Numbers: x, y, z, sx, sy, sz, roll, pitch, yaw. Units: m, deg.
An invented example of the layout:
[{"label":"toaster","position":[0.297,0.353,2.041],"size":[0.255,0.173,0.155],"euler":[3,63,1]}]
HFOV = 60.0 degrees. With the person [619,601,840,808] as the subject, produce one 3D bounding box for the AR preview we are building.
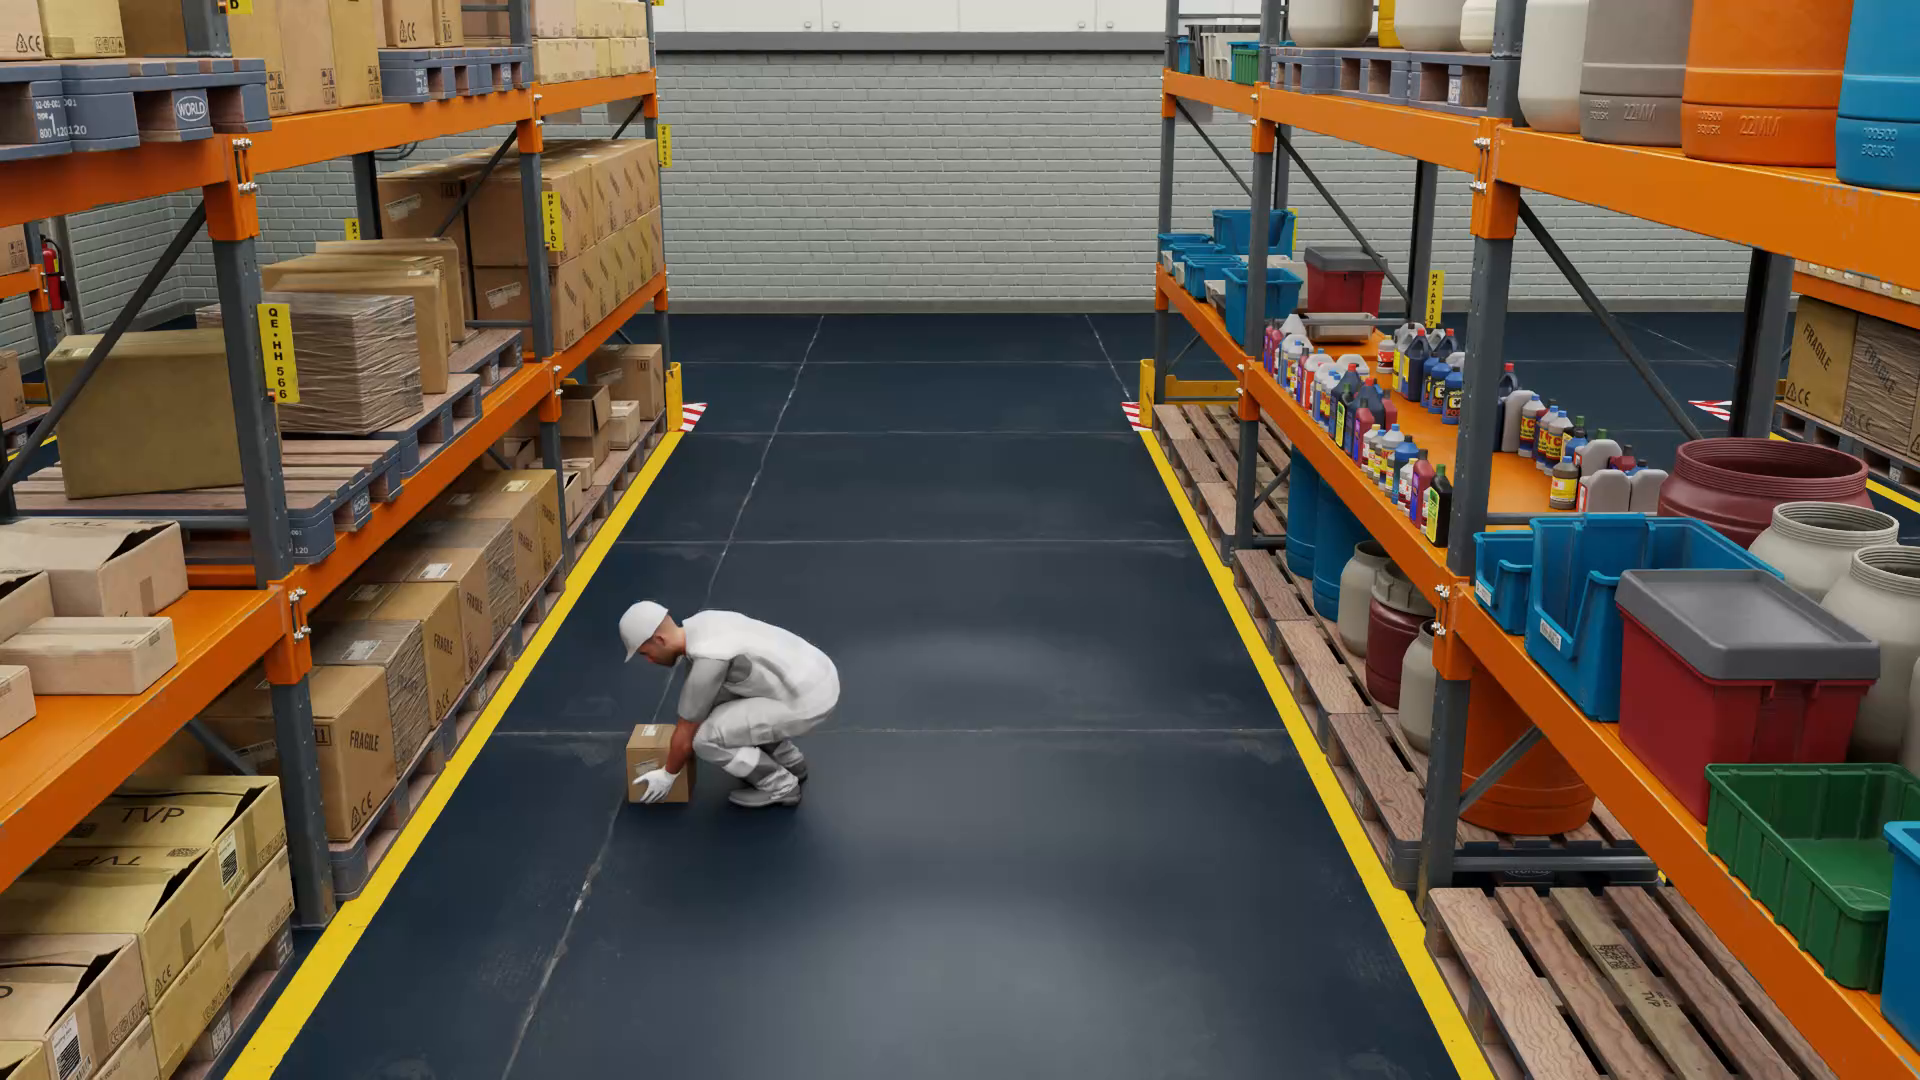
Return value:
[{"label":"person","position":[-0.946,0.658,6.936],"size":[0.889,0.879,0.562],"euler":[0,17,-1]}]
